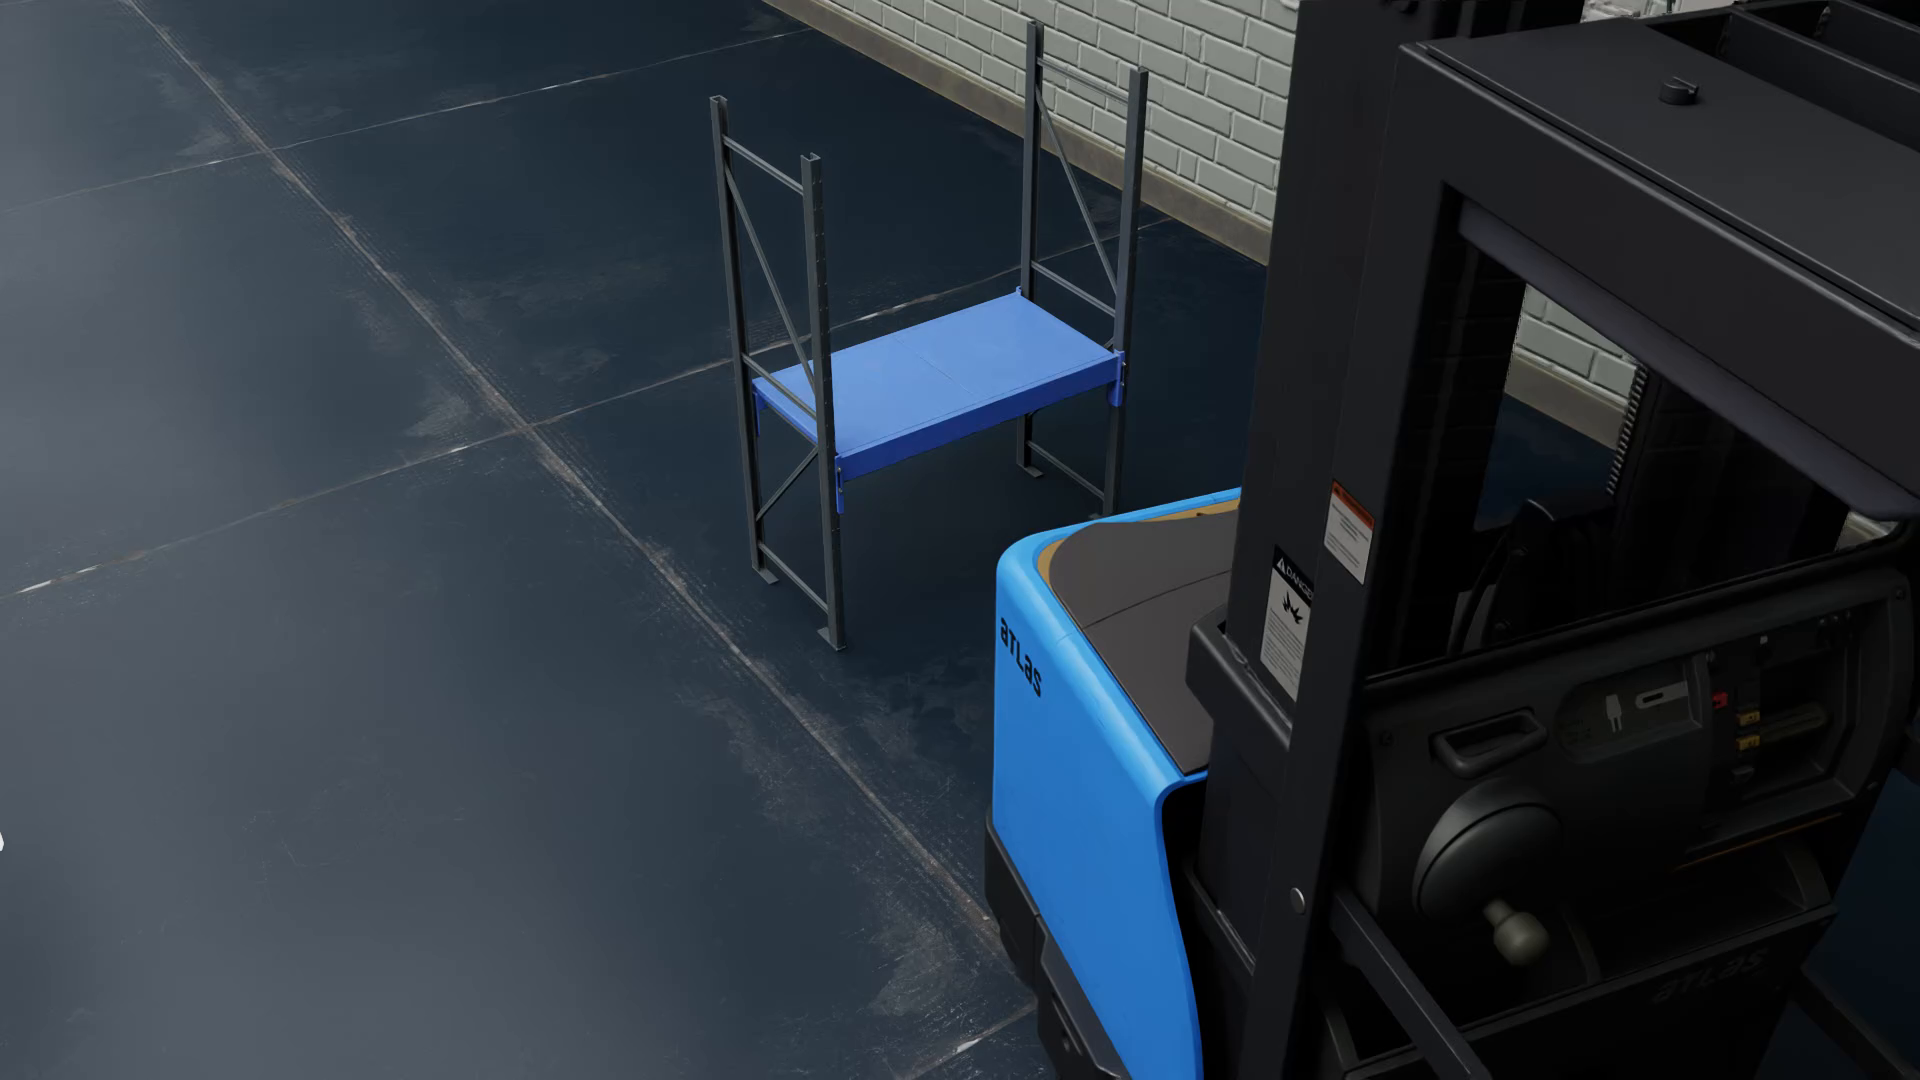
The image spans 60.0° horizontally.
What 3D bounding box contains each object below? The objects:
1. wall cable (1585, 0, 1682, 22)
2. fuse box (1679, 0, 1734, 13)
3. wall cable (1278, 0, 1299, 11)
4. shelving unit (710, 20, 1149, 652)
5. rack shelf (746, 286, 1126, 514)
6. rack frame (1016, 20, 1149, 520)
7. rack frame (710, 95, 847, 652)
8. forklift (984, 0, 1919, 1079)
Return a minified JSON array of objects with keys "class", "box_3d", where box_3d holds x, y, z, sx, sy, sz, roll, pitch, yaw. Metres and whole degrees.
[{"class":"wall cable","box_3d":[1.966,-2.137,4.782,0.122,1.984,0.588,-22,41,-28]},{"class":"fuse box","box_3d":[2.230,-0.823,4.928,0.414,1.711,0.539,-22,41,-28]},{"class":"wall cable","box_3d":[1.139,-2.823,5.708,0.123,1.953,0.585,-22,41,-28]},{"class":"shelving unit","box_3d":[-0.070,-0.580,4.772,1.048,1.500,0.538,-22,41,-28]},{"class":"rack shelf","box_3d":[-0.070,-0.434,4.877,1.000,0.185,0.538,-22,41,-28]},{"class":"rack frame","box_3d":[0.346,-0.751,5.010,0.032,1.500,0.500,-22,41,-28]},{"class":"rack frame","box_3d":[-0.485,-0.409,4.534,0.032,1.500,0.500,-22,41,-28]},{"class":"forklift","box_3d":[1.059,0.385,2.205,1.130,2.935,3.031,-13,38,-17]}]
